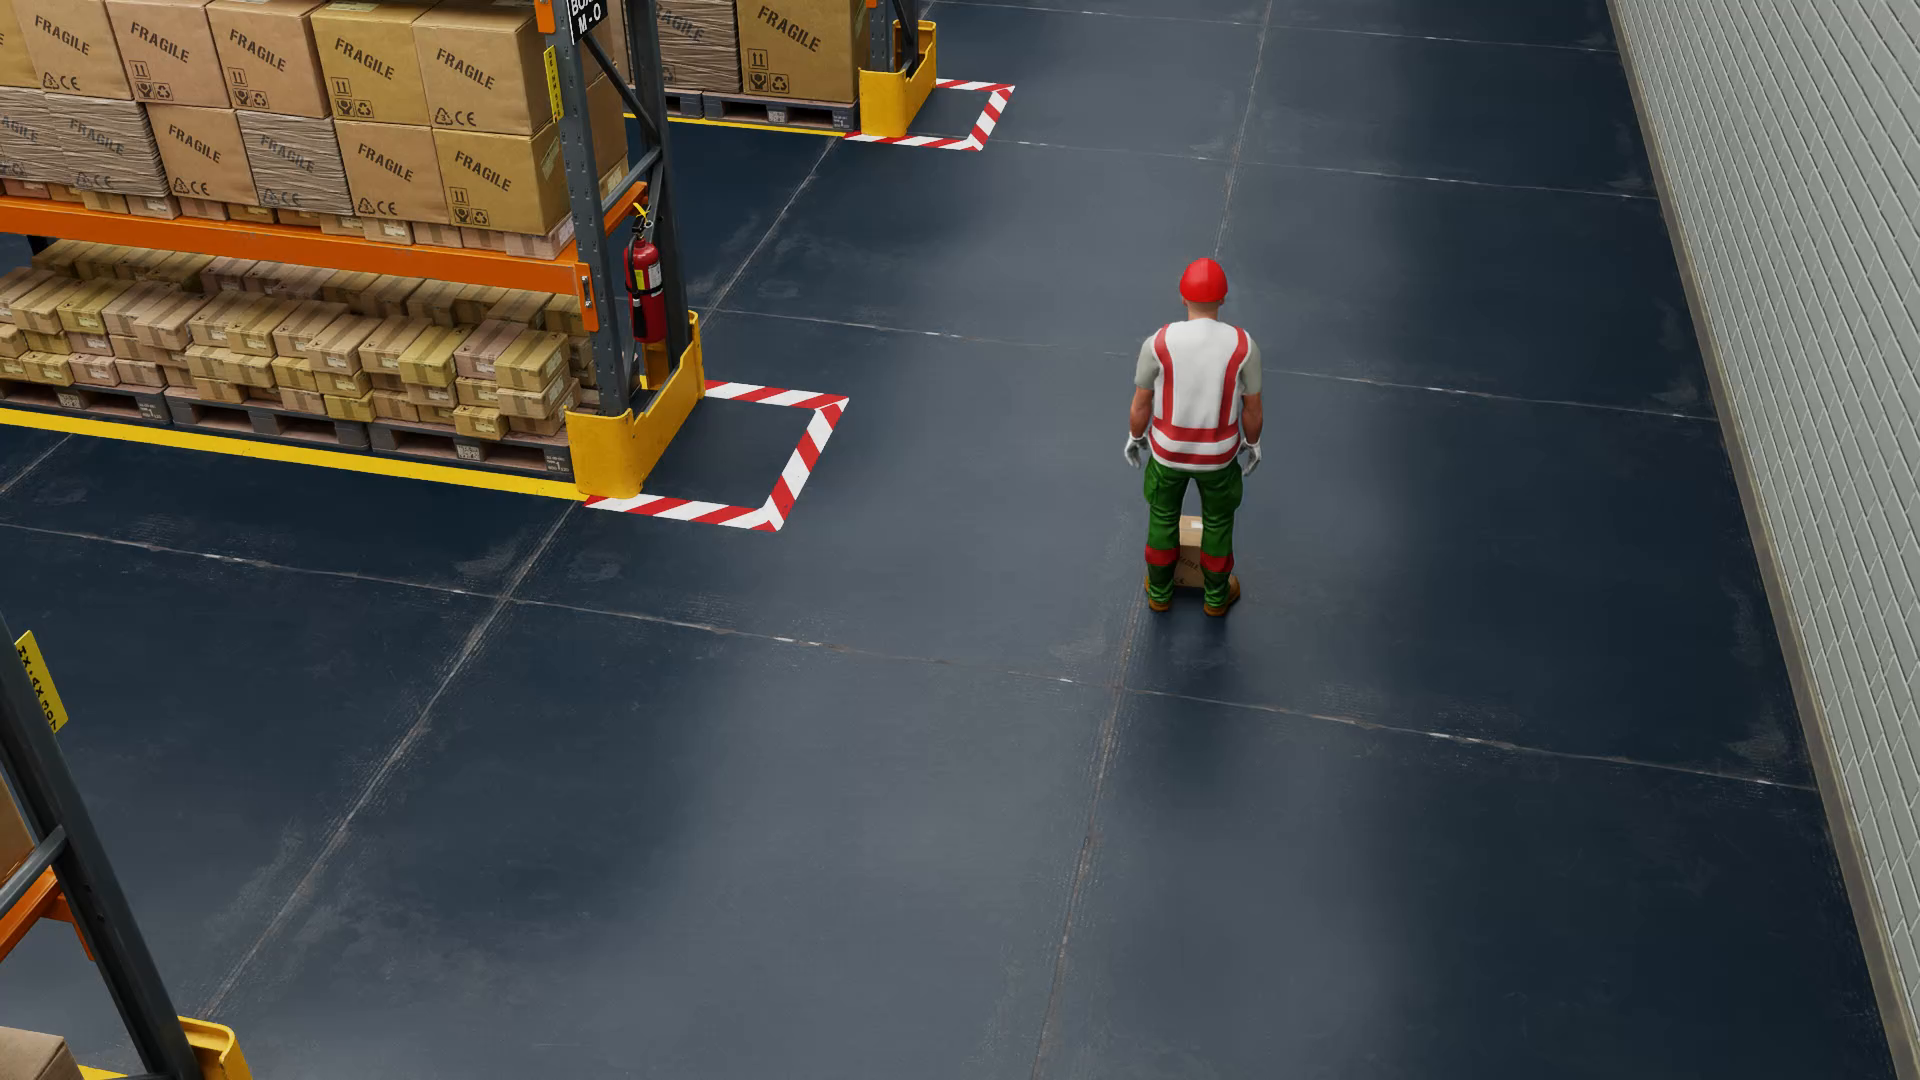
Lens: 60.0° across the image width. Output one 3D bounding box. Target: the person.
[{"bbox_3d":[1.060,-0.433,7.543,0.619,1.779,0.450,5,37,7],"label":"person"}]
